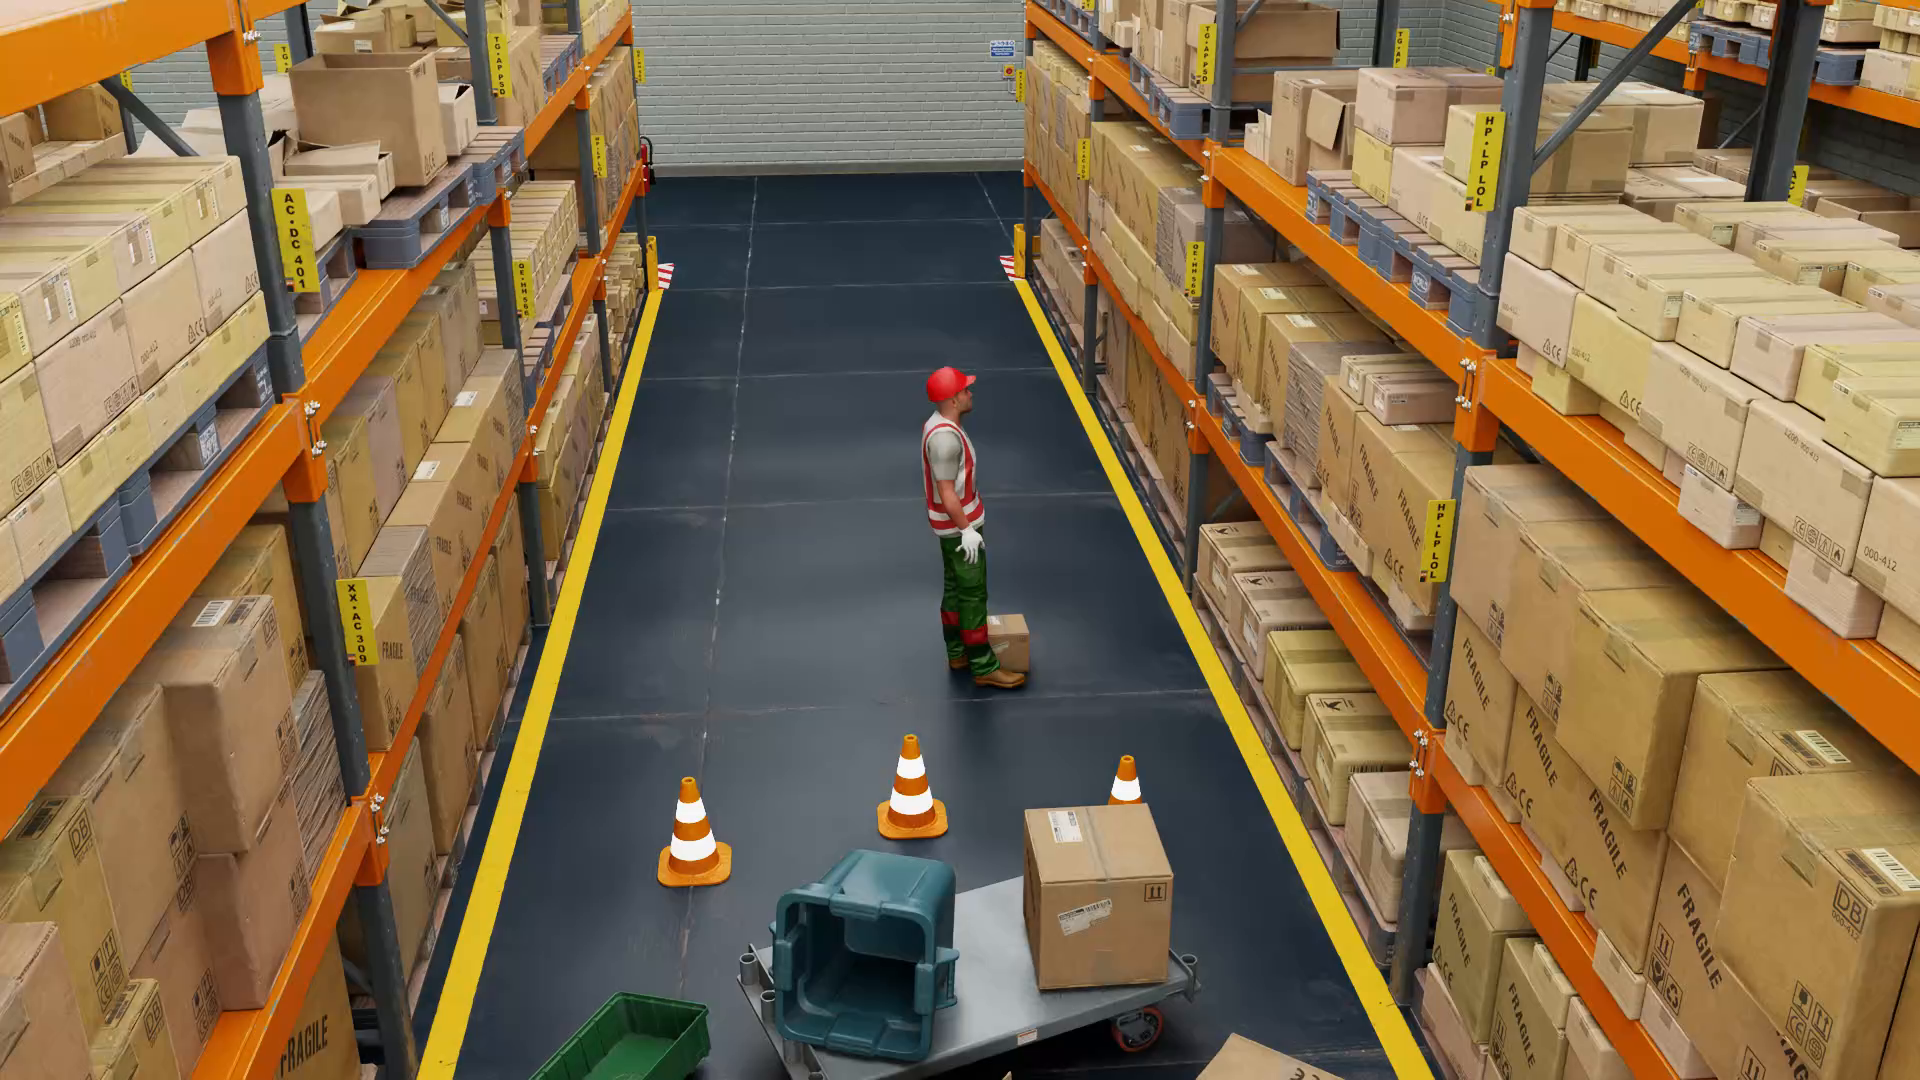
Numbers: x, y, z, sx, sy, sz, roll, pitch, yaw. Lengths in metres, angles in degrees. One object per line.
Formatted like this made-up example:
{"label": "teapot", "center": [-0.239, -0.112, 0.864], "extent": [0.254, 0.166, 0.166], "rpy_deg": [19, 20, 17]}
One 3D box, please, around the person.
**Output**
{"label": "person", "center": [0.071, -0.092, 9.255], "extent": [0.560, 1.790, 0.637], "rpy_deg": [-2, 24, -5]}
